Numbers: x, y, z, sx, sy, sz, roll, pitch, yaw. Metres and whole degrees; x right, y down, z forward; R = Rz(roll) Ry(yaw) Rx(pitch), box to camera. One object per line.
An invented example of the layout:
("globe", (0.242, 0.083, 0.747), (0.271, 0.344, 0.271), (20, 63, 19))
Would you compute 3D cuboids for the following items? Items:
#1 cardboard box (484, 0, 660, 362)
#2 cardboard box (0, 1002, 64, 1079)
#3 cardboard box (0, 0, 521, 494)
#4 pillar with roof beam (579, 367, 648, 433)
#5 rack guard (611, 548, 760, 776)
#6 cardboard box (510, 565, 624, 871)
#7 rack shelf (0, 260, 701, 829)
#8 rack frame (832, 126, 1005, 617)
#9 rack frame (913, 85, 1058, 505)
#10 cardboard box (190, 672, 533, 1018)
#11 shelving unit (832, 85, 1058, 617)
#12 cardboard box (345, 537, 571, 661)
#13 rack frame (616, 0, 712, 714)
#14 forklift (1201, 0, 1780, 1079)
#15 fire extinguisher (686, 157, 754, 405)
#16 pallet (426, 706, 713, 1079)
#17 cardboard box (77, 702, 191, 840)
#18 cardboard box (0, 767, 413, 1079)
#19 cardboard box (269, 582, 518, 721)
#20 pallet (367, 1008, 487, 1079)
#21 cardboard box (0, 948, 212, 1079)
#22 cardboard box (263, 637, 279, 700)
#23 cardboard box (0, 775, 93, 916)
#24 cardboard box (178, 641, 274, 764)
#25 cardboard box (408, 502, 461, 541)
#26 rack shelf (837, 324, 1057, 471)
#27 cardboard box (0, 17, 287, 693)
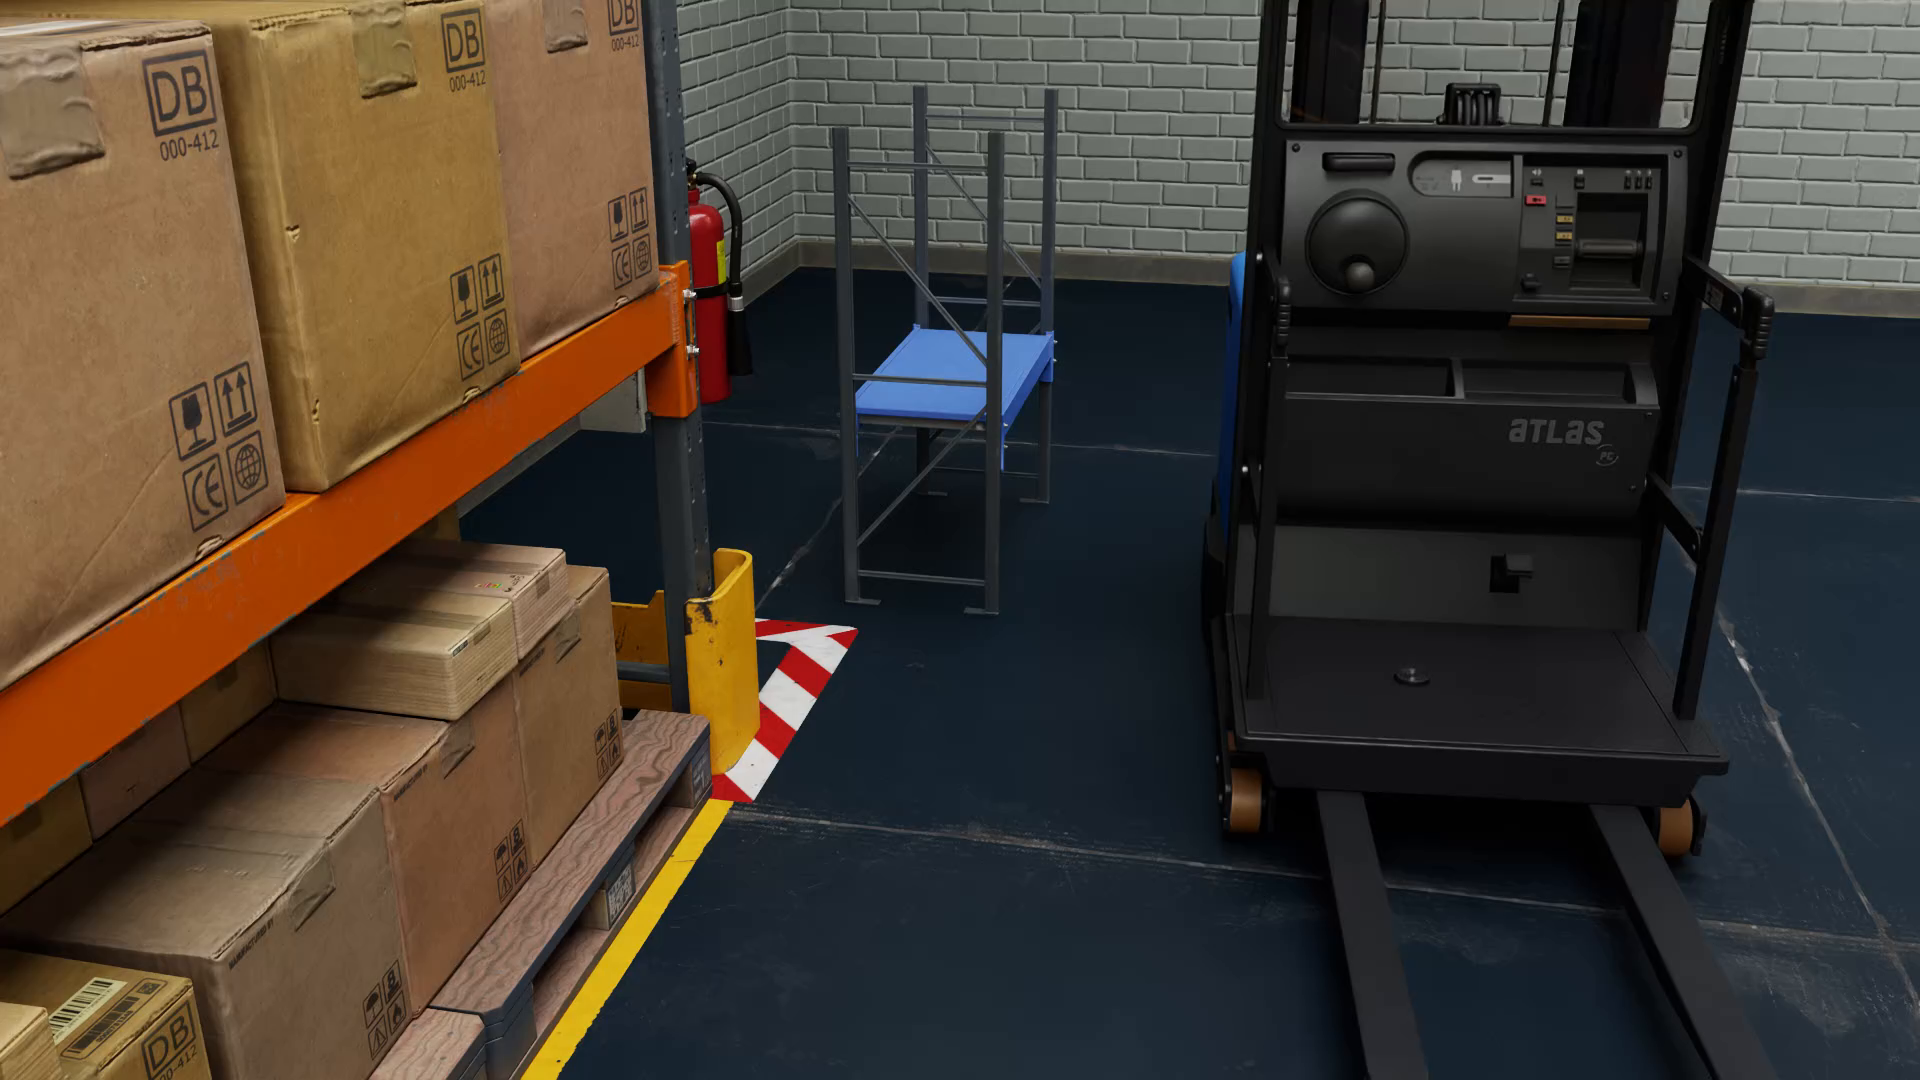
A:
("cardboard box", (-1.244, -0.822, 3.478), (0.980, 0.700, 0.700), (5, 23, 13))
("cardboard box", (-1.358, 0.689, 2.044), (0.380, 0.149, 0.250), (4, 22, 9))
("cardboard box", (-1.382, -0.555, 2.815), (0.980, 0.700, 0.700), (4, 22, 10))
("pillar with roof beam", (2.769, -4.378, 4.679), (9.100, 9.000, 0.400), (4, 22, 11))
("rack guard", (-1.145, 0.281, 4.488), (1.175, 0.500, 0.348), (4, 22, 11))
("cardboard box", (-1.195, 0.358, 3.733), (0.700, 0.500, 0.500), (4, 22, 11))
("rack shelf", (-1.558, 0.195, 2.317), (1.077, 0.370, 4.000), (4, 22, 11))
("rack frame", (-0.121, -0.479, 5.034), (0.500, 1.500, 0.032), (4, 22, 11))
("rack frame", (0.086, -0.850, 5.958), (0.500, 1.500, 0.032), (4, 22, 11))
("cardboard box", (-1.297, 0.541, 3.279), (0.700, 0.500, 0.500), (4, 22, 11))
("shelving unit", (-0.017, -0.665, 5.496), (0.538, 1.500, 1.048), (4, 22, 11))
("cardboard box", (-1.043, 0.118, 3.461), (0.380, 0.149, 0.250), (4, 22, 10))
("rack frame", (-1.150, -0.870, 3.999), (1.000, 3.000, 0.127), (4, 22, 11))
("forklift", (1.219, -0.735, 3.754), (1.130, 2.935, 3.031), (2, 22, 5))
("fire extinguisher", (-0.667, -0.681, 4.133), (0.296, 0.674, 0.183), (4, 22, 11))
("pallet", (-1.236, 0.722, 3.779), (1.003, 0.211, 1.213), (4, 22, 11))
("cardboard box", (-1.570, 0.366, 2.845), (0.380, 0.149, 0.250), (5, 22, 12))
("cardboard box", (-1.399, 0.725, 2.822), (0.700, 0.500, 0.500), (4, 22, 9))
("cardboard box", (-1.094, 0.212, 3.228), (0.380, 0.149, 0.250), (5, 22, 12))
("pallet", (-1.488, 1.167, 2.675), (1.003, 0.211, 1.213), (4, 22, 11))
("cardboard box", (-1.500, 0.921, 2.336), (0.700, 0.500, 0.500), (5, 22, 12))
("cardboard box", (-1.468, 0.182, 3.303), (0.380, 0.149, 0.250), (5, 22, 11))
("cardboard box", (-1.622, 0.460, 2.611), (0.380, 0.149, 0.250), (5, 22, 11))
("cardboard box", (-1.519, 0.273, 3.076), (0.380, 0.149, 0.250), (5, 22, 11))
("cardboard box", (-1.365, -0.004, 3.763), (0.380, 0.149, 0.250), (5, 22, 11))
("rack shelf", (-0.017, -0.498, 5.563), (0.538, 0.185, 1.000), (4, 22, 11))
("cardboard box", (-1.546, -0.277, 2.125), (0.980, 0.700, 0.700), (3, 22, 8))
